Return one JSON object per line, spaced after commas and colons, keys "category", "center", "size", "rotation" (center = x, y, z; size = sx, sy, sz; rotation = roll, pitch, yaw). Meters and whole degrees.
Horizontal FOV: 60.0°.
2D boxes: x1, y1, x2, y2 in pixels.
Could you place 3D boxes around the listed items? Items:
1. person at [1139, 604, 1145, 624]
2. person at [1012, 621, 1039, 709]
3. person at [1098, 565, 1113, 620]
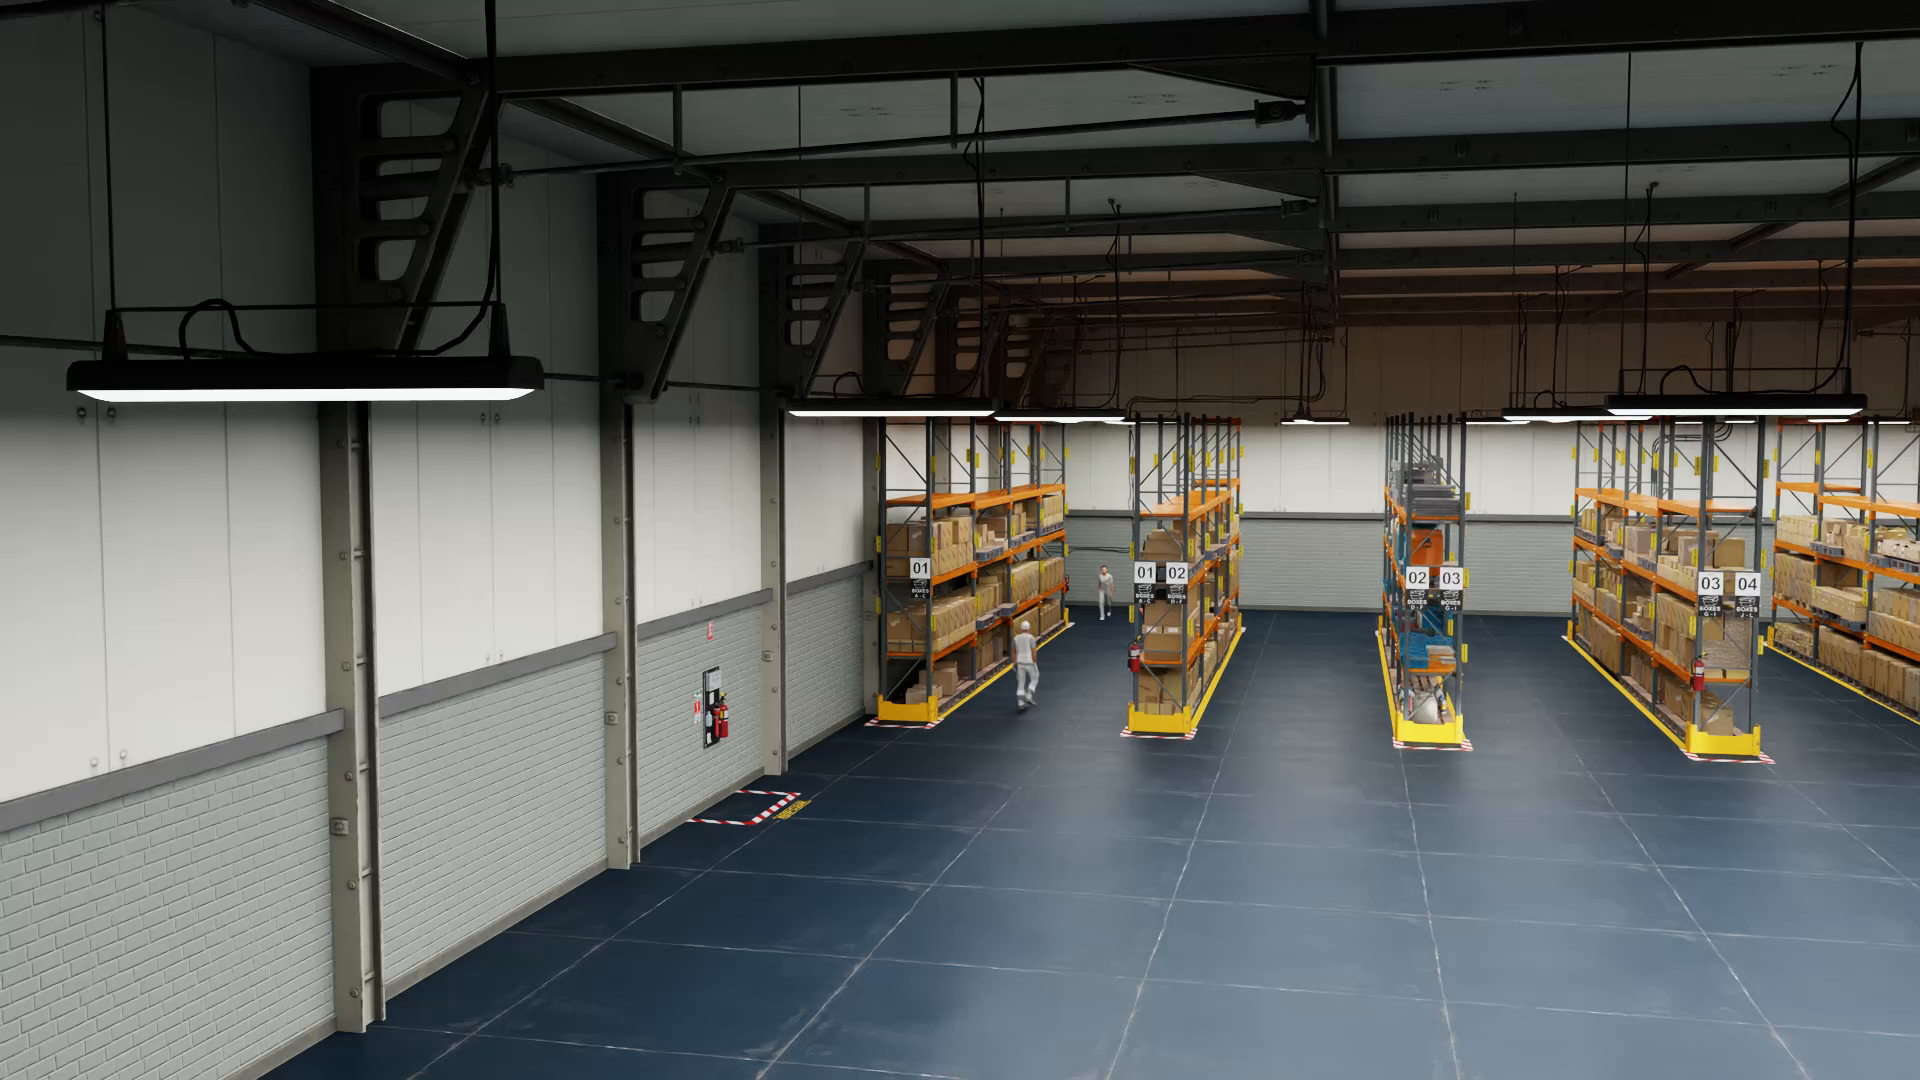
{"category": "person", "center": [5.034, 1.919, 44.198], "size": [0.690, 1.632, 0.720], "rotation": [2, 4, 24]}
{"category": "person", "center": [1.328, 2.526, 33.890], "size": [0.583, 1.772, 0.494], "rotation": [2, 4, 26]}
{"category": "person", "center": [4.337, 1.554, 49.525], "size": [0.446, 1.624, 0.948], "rotation": [1, 4, 10]}
